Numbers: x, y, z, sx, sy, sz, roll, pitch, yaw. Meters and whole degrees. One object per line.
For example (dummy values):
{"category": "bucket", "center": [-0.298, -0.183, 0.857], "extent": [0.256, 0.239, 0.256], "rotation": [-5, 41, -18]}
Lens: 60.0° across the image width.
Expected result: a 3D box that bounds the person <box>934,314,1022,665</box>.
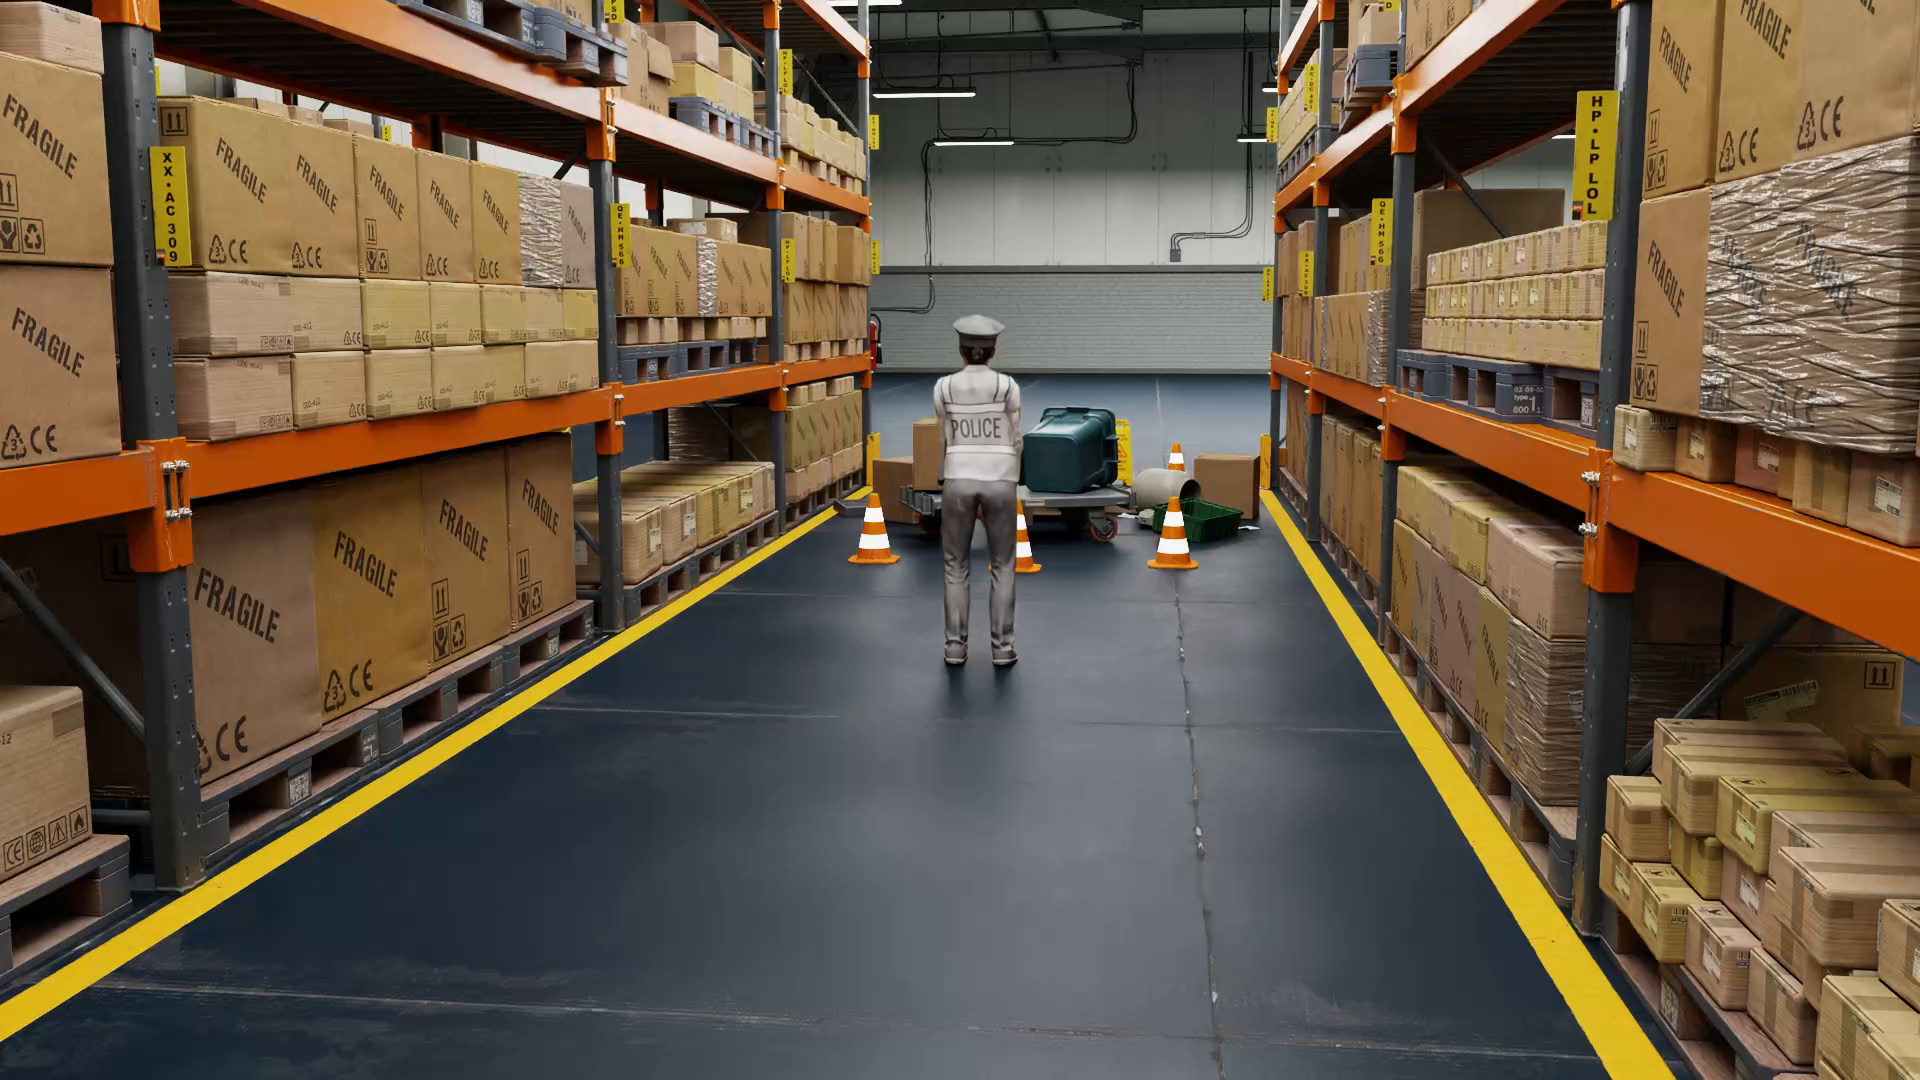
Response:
{"category": "person", "center": [0.090, -0.244, 8.060], "extent": [0.416, 1.684, 0.530], "rotation": [1, 8, 5]}
